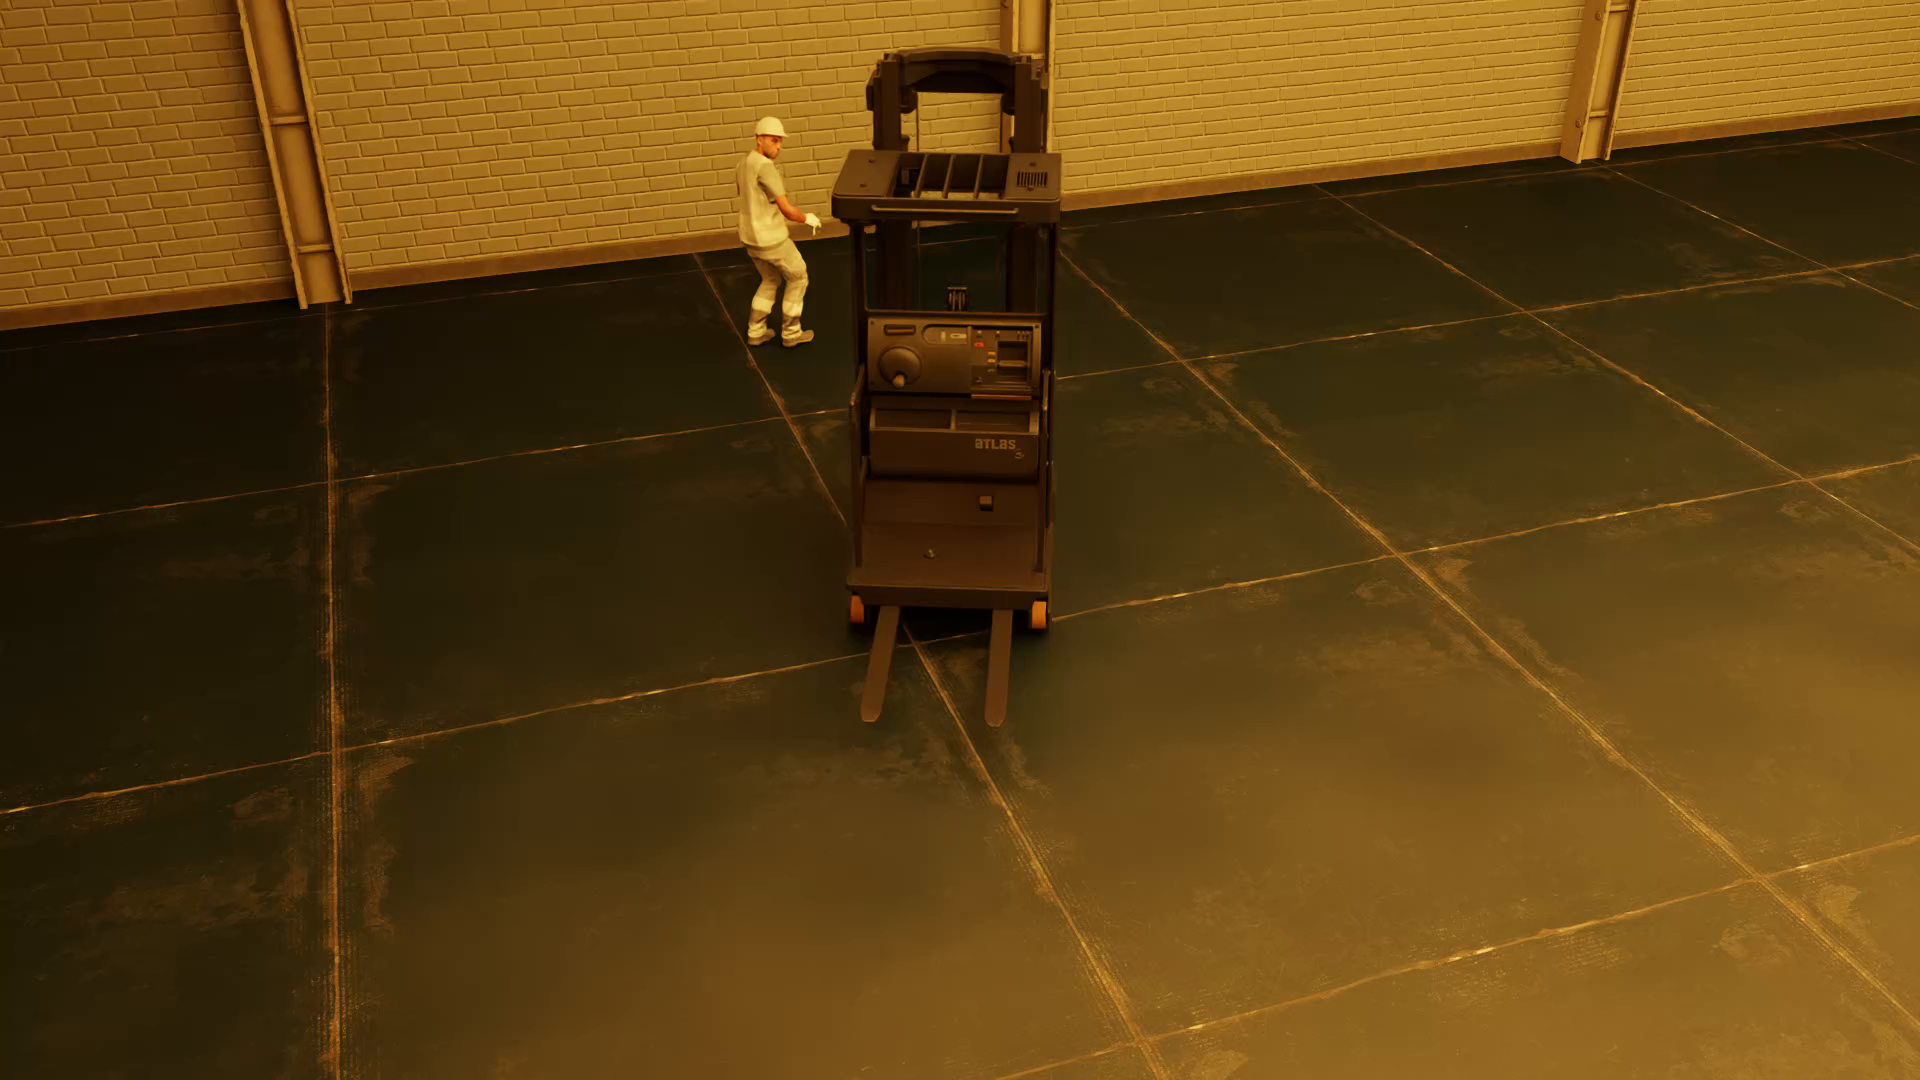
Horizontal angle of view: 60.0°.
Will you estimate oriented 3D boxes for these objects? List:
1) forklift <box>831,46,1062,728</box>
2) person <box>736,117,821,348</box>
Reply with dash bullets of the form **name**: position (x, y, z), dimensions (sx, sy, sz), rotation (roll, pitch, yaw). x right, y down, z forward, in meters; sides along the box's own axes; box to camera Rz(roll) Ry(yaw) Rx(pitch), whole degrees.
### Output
- **forklift**: position (-0.043, -0.942, 8.724), dimensions (1.130, 2.935, 3.031), rotation (2, 30, 3)
- **person**: position (-1.360, -2.244, 12.234), dimensions (0.576, 1.727, 0.776), rotation (-23, 37, -34)
